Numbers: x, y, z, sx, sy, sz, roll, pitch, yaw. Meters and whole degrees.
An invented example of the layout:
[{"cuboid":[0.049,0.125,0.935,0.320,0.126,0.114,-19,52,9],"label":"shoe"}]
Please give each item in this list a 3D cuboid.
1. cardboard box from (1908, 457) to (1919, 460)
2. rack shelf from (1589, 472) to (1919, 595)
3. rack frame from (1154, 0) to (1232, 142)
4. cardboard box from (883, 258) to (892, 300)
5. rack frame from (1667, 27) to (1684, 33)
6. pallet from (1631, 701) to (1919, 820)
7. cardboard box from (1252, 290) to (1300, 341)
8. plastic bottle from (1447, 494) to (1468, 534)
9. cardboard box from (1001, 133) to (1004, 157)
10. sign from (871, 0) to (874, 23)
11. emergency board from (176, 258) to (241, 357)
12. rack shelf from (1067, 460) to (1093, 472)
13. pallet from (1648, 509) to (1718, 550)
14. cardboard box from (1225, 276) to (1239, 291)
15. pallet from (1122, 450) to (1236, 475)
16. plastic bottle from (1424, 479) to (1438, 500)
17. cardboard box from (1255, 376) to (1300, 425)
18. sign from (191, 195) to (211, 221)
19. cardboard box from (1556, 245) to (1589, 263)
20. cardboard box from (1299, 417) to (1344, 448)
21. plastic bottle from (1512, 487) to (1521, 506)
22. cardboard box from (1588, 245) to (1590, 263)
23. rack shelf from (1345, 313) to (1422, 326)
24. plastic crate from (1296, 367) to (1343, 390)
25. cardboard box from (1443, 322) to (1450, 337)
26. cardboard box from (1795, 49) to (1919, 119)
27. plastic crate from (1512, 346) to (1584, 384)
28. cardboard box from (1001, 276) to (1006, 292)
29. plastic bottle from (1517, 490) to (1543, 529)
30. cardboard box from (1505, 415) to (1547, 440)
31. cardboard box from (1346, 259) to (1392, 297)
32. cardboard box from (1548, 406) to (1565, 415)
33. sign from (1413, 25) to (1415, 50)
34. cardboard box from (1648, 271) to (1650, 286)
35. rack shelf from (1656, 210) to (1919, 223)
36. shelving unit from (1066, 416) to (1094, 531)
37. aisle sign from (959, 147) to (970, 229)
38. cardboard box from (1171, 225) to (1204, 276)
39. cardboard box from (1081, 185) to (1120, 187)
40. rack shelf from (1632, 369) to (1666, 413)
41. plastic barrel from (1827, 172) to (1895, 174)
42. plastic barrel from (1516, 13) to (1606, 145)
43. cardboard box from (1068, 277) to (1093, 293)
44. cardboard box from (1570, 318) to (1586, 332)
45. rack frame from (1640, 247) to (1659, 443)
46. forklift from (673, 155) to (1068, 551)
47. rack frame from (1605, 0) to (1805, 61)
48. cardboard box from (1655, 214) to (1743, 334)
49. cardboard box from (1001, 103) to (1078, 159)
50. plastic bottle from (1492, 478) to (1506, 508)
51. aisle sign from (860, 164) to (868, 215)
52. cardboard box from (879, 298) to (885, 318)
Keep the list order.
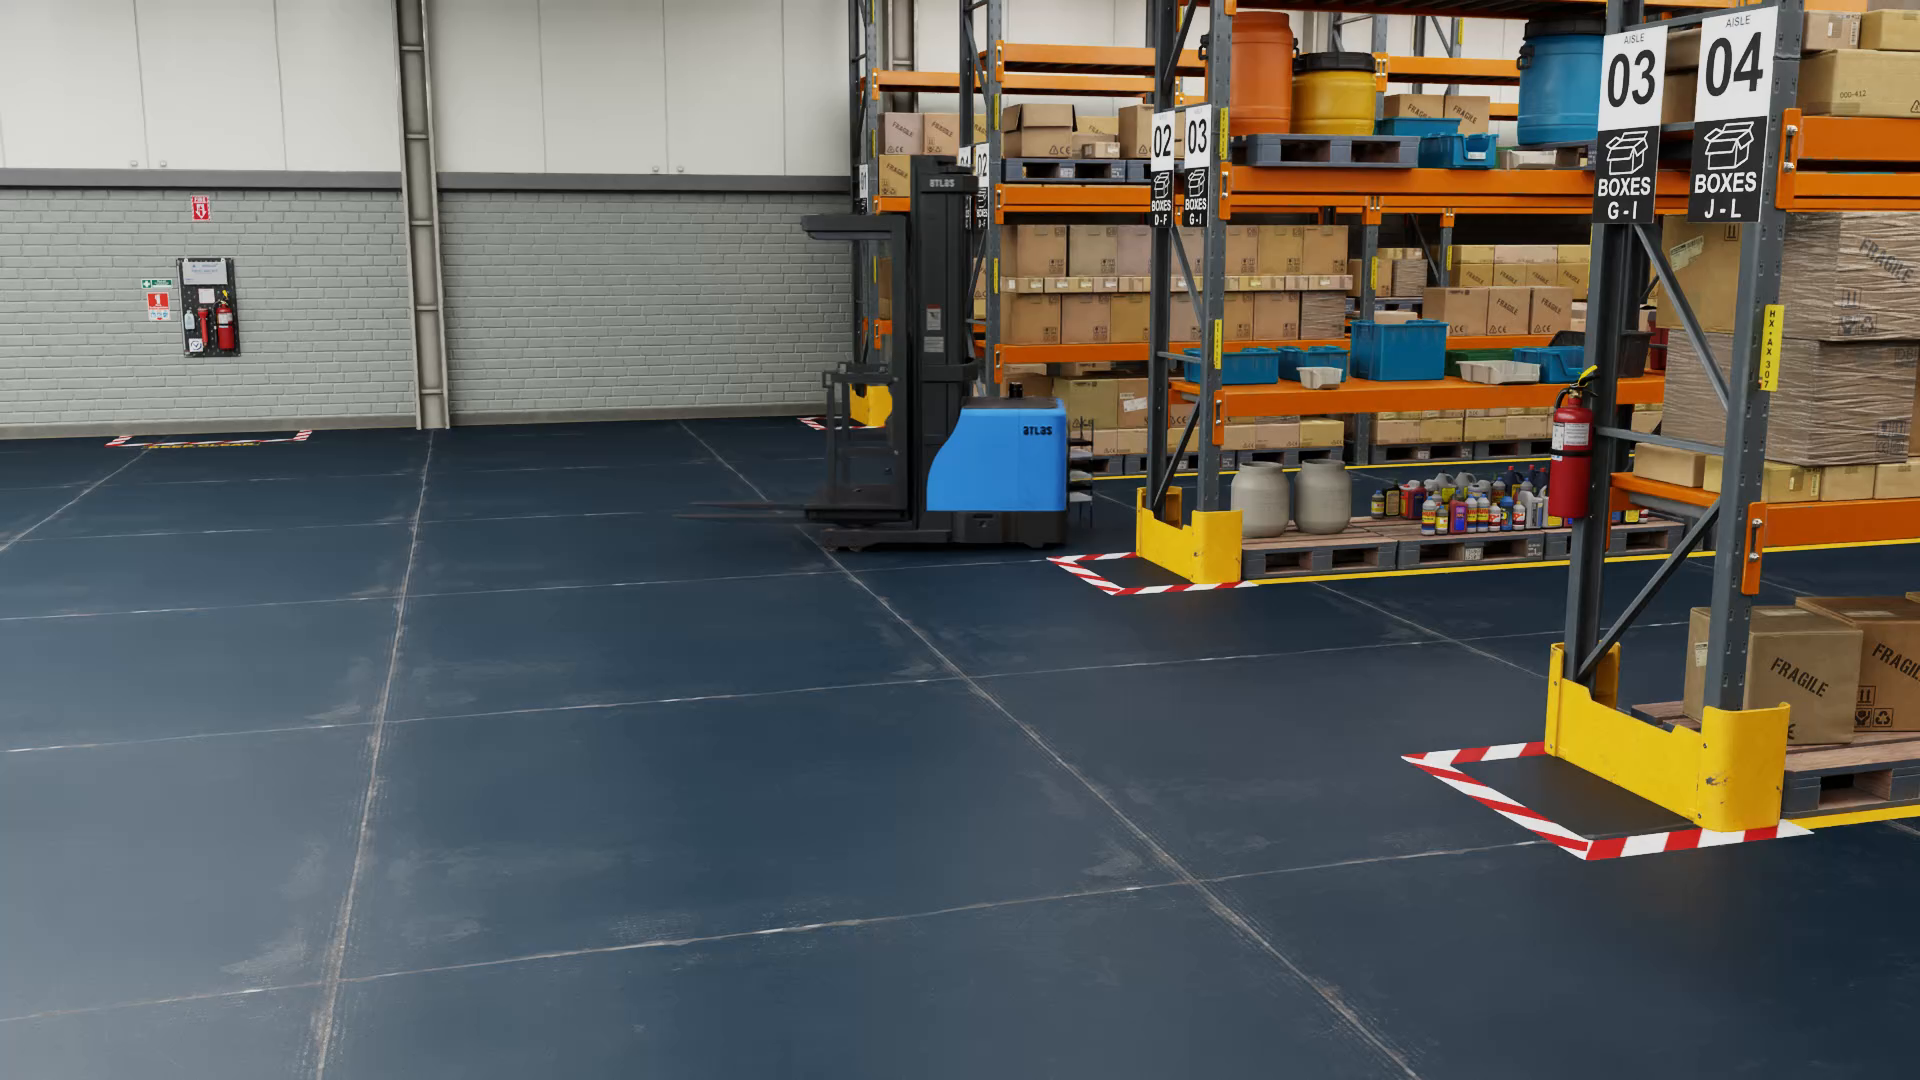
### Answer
[{"cuboid":[4.019,-0.290,7.033,0.250,0.149,0.380,-3,11,-16],"label":"cardboard box"},{"cuboid":[4.875,-0.153,7.579,4.000,0.370,1.077,-3,11,-16],"label":"rack shelf"},{"cuboid":[1.570,-4.217,11.098,0.127,3.000,1.000,-3,11,-16],"label":"rack frame"},{"cuboid":[-0.656,-3.265,20.787,0.500,0.500,0.500,-3,11,-16],"label":"cardboard box"},{"cuboid":[10.323,-6.546,23.751,0.127,3.000,1.000,-3,11,-16],"label":"rack frame"},{"cuboid":[3.818,0.927,7.427,1.213,0.211,1.003,-3,11,-16],"label":"pallet"},{"cuboid":[3.101,-2.328,17.131,0.500,0.500,0.700,-3,11,-17],"label":"cardboard box"},{"cuboid":[3.621,-0.193,12.096,0.133,0.283,0.061,-3,11,-15],"label":"plastic bottle"},{"cuboid":[0.627,-5.157,21.394,0.500,0.500,0.500,-3,11,-16],"label":"cardboard box"},{"cuboid":[-1.047,-6.343,19.849,0.005,0.325,0.100,-3,11,-16],"label":"sign"},{"cuboid":[-8.913,-2.752,19.713,0.643,1.169,0.194,-3,11,-16],"label":"emergency board"},{"cuboid":[0.933,-0.598,13.495,0.200,0.077,0.258,-4,11,-20],"label":"rack shelf"},{"cuboid":[6.154,-0.144,13.245,1.213,0.211,1.003,-3,11,-16],"label":"pallet"},{"cuboid":[2.609,-2.583,16.726,0.250,0.149,0.380,-3,11,-14],"label":"cardboard box"},{"cuboid":[2.081,-0.863,17.153,1.213,0.211,1.003,-3,11,-16],"label":"pallet"},{"cuboid":[3.594,-0.327,12.848,0.135,0.276,0.152,-3,11,-18],"label":"plastic bottle"},{"cuboid":[3.163,-1.468,17.102,0.500,0.500,0.500,-3,11,-16],"label":"cardboard box"},{"cuboid":[-8.948,-3.909,19.595,0.199,0.298,0.001,-3,11,-16],"label":"sign"},{"cuboid":[8.474,-4.026,23.407,0.500,0.250,0.500,-3,11,-17],"label":"cardboard box"},{"cuboid":[3.646,-1.123,17.296,0.500,0.250,0.500,-3,11,-16],"label":"cardboard box"},{"cuboid":[4.191,-0.252,12.415,0.133,0.283,0.061,-3,11,-16],"label":"plastic bottle"},{"cuboid":[8.963,-4.052,23.547,0.500,0.250,0.500,-3,11,-15],"label":"cardboard box"},{"cuboid":[4.562,-2.938,22.710,4.000,0.370,1.077,-3,11,-16],"label":"rack shelf"},{"cuboid":[2.519,-1.126,11.607,0.250,0.136,0.298,-3,11,-16],"label":"plastic crate"},{"cuboid":[4.938,-2.216,17.492,0.250,0.149,0.380,-3,11,-16],"label":"cardboard box"},{"cuboid":[3.489,-1.786,6.594,0.500,0.250,0.500,-3,11,-14],"label":"cardboard box"},{"cuboid":[4.424,-1.293,12.193,0.616,0.251,0.499,-3,11,-16],"label":"plastic crate"},{"cuboid":[0.503,-2.548,16.536,0.250,0.149,0.380,-3,11,-17],"label":"cardboard box"},{"cuboid":[4.222,-0.229,12.316,0.135,0.276,0.152,-3,11,-15],"label":"plastic bottle"},{"cuboid":[5.963,-1.240,17.930,0.500,0.250,0.500,-3,11,-15],"label":"cardboard box"},{"cuboid":[5.505,-3.601,22.828,0.500,0.500,0.700,-4,11,-21],"label":"cardboard box"},{"cuboid":[6.454,-1.541,18.017,0.500,0.311,0.500,-3,11,-16],"label":"cardboard box"},{"cuboid":[6.324,-6.977,23.076,0.005,0.325,0.100,-3,11,-16],"label":"sign"},{"cuboid":[9.463,-3.707,23.742,0.500,0.500,0.500,-3,11,-15],"label":"cardboard box"},{"cuboid":[12.243,-4.819,24.638,4.000,0.370,1.077,-3,11,-16],"label":"rack shelf"},{"cuboid":[0.933,-0.542,13.505,0.210,0.900,0.258,-4,11,-20],"label":"shelving unit"},{"cuboid":[0.044,-3.454,16.343,0.004,0.787,0.394,-3,11,-16],"label":"aisle sign"},{"cuboid":[2.160,-2.918,16.750,0.500,0.500,0.700,-3,11,-16],"label":"cardboard box"},{"cuboid":[1.737,-4.633,21.314,0.500,0.500,0.500,-4,11,-21],"label":"cardboard box"},{"cuboid":[7.331,-1.216,13.355,4.000,0.370,1.077,-3,11,-16],"label":"rack shelf"},{"cuboid":[7.094,-3.320,13.128,0.708,0.901,0.600,-3,11,-16],"label":"plastic barrel"},{"cuboid":[4.425,-3.365,12.213,0.708,0.901,0.600,-3,11,-16],"label":"plastic barrel"},{"cuboid":[1.119,-2.505,16.298,0.250,0.149,0.380,-3,11,-16],"label":"cardboard box"},{"cuboid":[6.662,-2.335,18.137,0.250,0.149,0.380,-2,11,-12],"label":"cardboard box"},{"cuboid":[7.871,-2.533,18.518,0.127,3.000,1.000,-3,11,-16],"label":"rack frame"},{"cuboid":[-0.682,-1.454,12.849,3.031,2.935,1.130,0,10,2],"label":"forklift"},{"cuboid":[2.955,-3.356,6.421,0.127,3.000,1.000,-3,11,-16],"label":"rack frame"},{"cuboid":[3.414,-1.163,7.222,0.500,0.500,0.500,-3,11,-16],"label":"cardboard box"},{"cuboid":[0.742,-3.957,16.142,0.637,0.503,0.797,-2,11,-12],"label":"cardboard box"},{"cuboid":[4.208,-0.351,12.990,0.097,0.271,0.097,0,10,0],"label":"plastic bottle"},{"cuboid":[-1.184,-4.211,20.458,0.004,0.787,0.394,-3,11,-16],"label":"aisle sign"},{"cuboid":[-0.804,-2.982,21.319,0.500,0.250,0.500,-3,11,-15],"label":"cardboard box"}]
